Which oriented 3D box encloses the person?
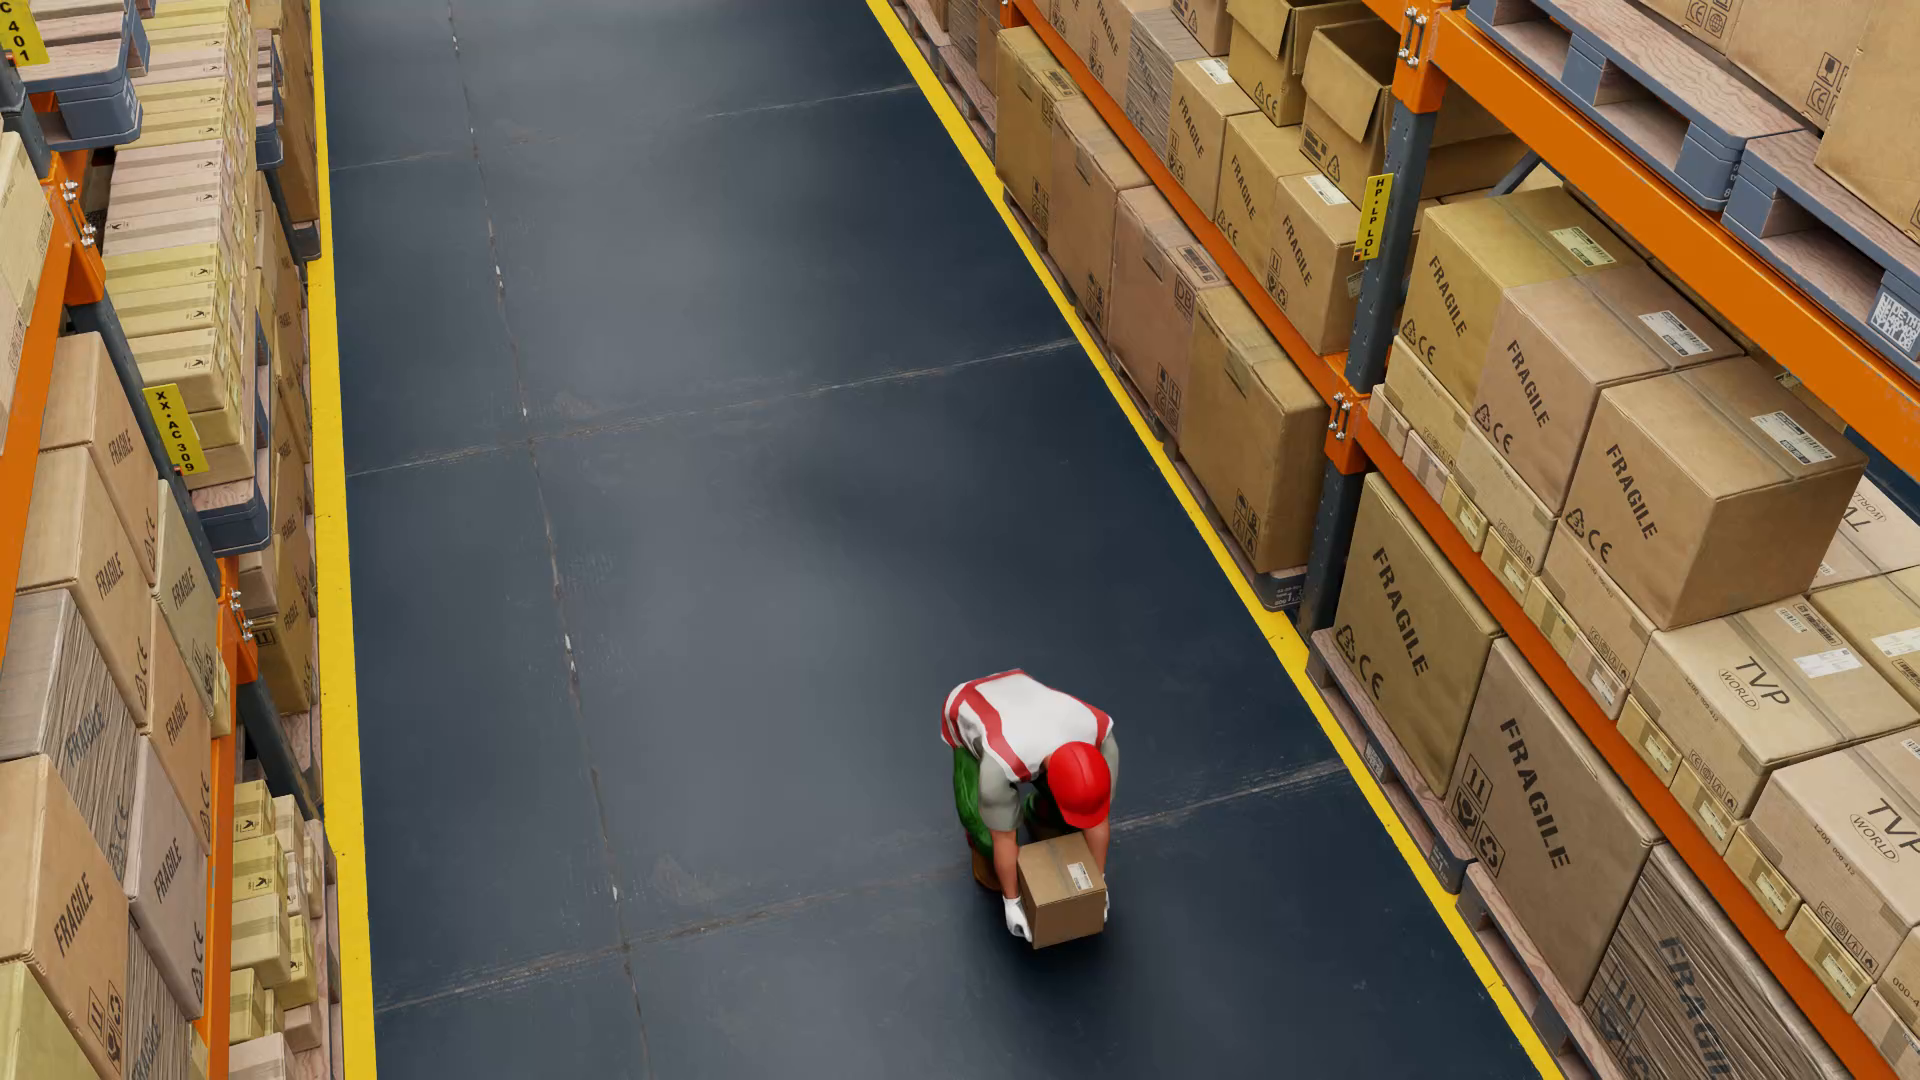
[{"bbox_3d":[0.250,0.852,5.791,0.530,0.995,0.898,-13,43,-14],"label":"person"}]
